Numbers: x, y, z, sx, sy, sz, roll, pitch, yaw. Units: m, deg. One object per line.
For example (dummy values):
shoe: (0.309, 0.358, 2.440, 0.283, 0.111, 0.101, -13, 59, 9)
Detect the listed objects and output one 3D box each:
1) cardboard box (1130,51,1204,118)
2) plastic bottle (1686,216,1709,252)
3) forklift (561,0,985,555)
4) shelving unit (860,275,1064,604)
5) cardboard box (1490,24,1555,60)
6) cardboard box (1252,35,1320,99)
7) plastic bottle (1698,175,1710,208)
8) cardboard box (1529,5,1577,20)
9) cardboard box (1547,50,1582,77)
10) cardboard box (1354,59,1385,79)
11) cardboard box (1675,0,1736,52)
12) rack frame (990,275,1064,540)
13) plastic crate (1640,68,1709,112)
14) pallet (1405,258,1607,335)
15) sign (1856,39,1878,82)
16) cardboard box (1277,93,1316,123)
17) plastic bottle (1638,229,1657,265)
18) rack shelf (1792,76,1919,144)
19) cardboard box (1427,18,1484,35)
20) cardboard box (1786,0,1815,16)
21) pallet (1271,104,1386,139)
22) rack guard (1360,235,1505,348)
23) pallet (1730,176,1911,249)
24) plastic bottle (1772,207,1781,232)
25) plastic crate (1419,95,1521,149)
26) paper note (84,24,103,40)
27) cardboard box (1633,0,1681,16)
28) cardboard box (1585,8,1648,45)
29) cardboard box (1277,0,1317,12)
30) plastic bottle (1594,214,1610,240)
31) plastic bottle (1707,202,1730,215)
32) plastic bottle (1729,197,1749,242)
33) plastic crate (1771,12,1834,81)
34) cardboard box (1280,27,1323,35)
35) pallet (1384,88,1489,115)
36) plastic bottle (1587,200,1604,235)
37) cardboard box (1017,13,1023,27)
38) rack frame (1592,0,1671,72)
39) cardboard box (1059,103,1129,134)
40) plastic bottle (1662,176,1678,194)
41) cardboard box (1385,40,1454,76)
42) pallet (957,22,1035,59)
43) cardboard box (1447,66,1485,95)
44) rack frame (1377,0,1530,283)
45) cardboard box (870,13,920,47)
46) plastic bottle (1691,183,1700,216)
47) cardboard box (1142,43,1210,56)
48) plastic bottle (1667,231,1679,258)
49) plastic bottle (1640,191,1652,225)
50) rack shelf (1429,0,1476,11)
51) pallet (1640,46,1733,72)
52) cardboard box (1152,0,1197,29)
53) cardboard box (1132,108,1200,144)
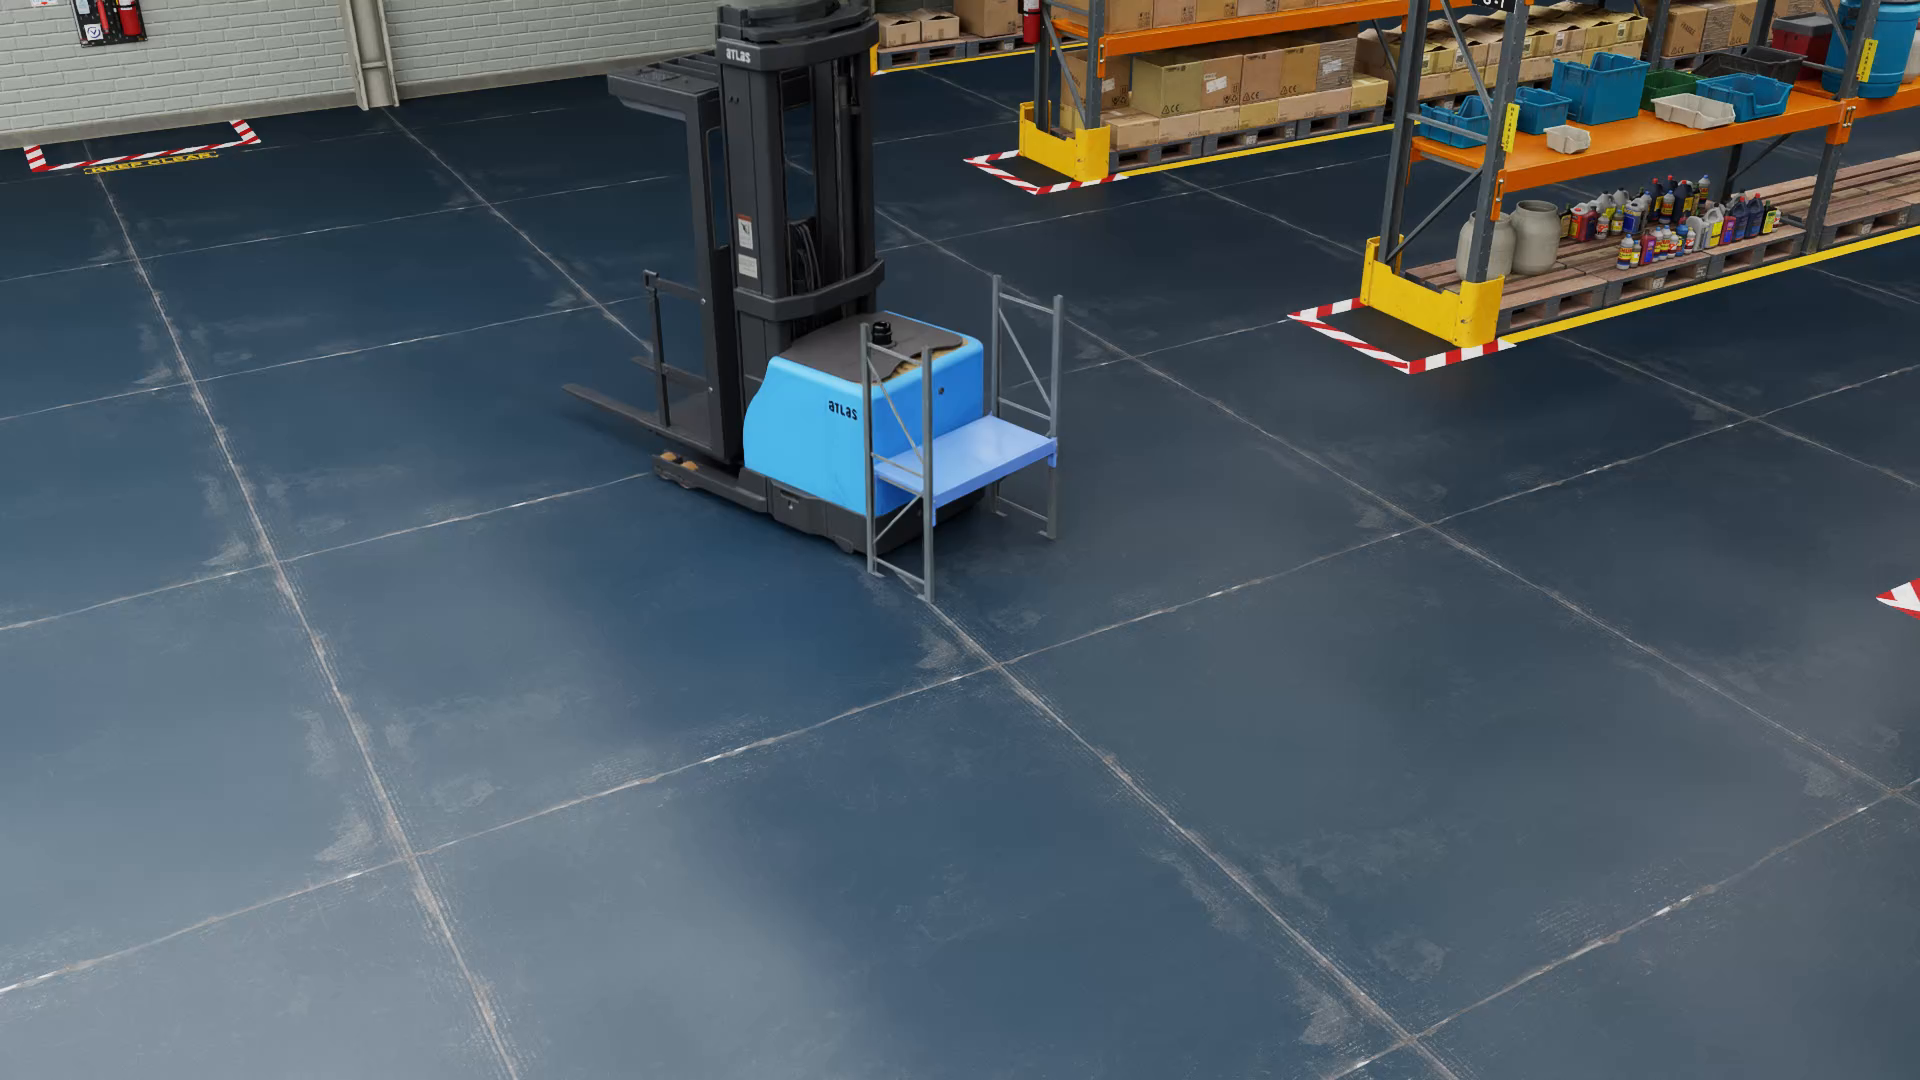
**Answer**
cardboard box: (2.044, -4.506, 16.446, 0.500, 0.500, 0.500, -16, 33, -26)
plastic bottle: (5.998, -2.509, 13.555, 0.135, 0.276, 0.152, -15, 32, -25)
forklift: (-1.303, -1.777, 9.936, 3.031, 2.935, 1.130, 22, 36, 34)
shelving unit: (0.021, -0.571, 9.232, 0.538, 1.500, 1.048, 25, 37, 37)
cardboard box: (6.295, -5.615, 18.651, 0.500, 0.311, 0.500, -15, 32, -25)
cardboard box: (3.332, -4.877, 17.118, 0.500, 0.500, 0.500, -16, 33, -26)
plastic bottle: (6.497, -3.053, 14.547, 0.097, 0.271, 0.097, 0, 29, 0)
cardboard box: (6.887, -6.082, 19.497, 0.500, 0.311, 0.500, -17, 33, -28)
cardboard box: (6.728, -5.494, 19.013, 0.500, 0.250, 0.500, -15, 32, -25)
cardboard box: (4.698, -5.217, 18.511, 0.500, 0.250, 0.500, -16, 33, -27)
cardboard box: (8.922, -6.215, 20.040, 0.500, 0.500, 0.500, -17, 33, -28)
rack frame: (0.373, -0.748, 9.553, 0.500, 1.500, 0.032, 25, 37, 37)
plastic crate: (5.680, -3.643, 13.466, 0.662, 0.188, 0.450, -16, 33, -26)
pallet: (4.290, -1.986, 13.129, 1.213, 0.211, 1.003, -16, 33, -26)
sign: (7.263, -3.840, 13.317, 0.005, 0.325, 0.100, -16, 33, -26)
cardboard box: (3.338, -4.544, 17.290, 0.500, 0.250, 0.500, -16, 33, -26)
plastic bottle: (5.470, -2.337, 13.236, 0.133, 0.283, 0.061, -15, 32, -26)
rack shelf: (8.718, -4.125, 14.865, 4.000, 0.370, 1.077, -16, 33, -26)
cardboard box: (5.568, -5.710, 18.823, 0.500, 0.311, 0.500, -16, 33, -26)
cardboard box: (10.241, -6.591, 20.721, 0.500, 0.500, 0.500, -15, 32, -26)
pallet: (3.780, -4.617, 17.898, 1.213, 0.211, 1.003, -16, 33, -26)
rack guard: (3.586, -1.915, 12.703, 0.348, 0.500, 1.175, -16, 33, -26)
pallet: (7.651, -2.938, 14.856, 1.213, 0.211, 1.003, -16, 33, -26)
plastic bottle: (6.839, -2.700, 13.978, 0.097, 0.201, 0.097, 0, 29, 0)
plastic crate: (3.825, -3.154, 12.514, 0.616, 0.251, 0.499, -16, 33, -26)
paper note: (-8.820, -5.172, 16.930, 0.142, 0.148, 0.016, -16, 33, -26)
cardboard box: (8.623, -6.419, 20.409, 0.500, 0.500, 0.500, -15, 32, -24)
cardboard box: (7.609, -5.989, 19.328, 0.500, 0.311, 0.500, -15, 32, -25)
cardboard box: (3.222, -5.695, 16.861, 0.500, 0.500, 0.700, -15, 32, -26)
plastic bottle: (5.336, -2.608, 13.812, 0.097, 0.201, 0.097, 0, 29, 0)
plastic bottle: (6.322, -2.682, 13.868, 0.135, 0.276, 0.152, -16, 33, -26)
plastic bottle: (6.419, -2.659, 13.750, 0.185, 0.351, 0.144, -18, 33, -29)
plastic crate: (7.256, -4.225, 14.235, 0.583, 0.464, 0.402, -16, 33, -26)
cardboard box: (3.502, -5.215, 17.730, 0.500, 0.500, 0.500, -16, 33, -26)
pallet: (5.103, -4.991, 18.575, 1.213, 0.211, 1.003, -16, 33, -26)
plastic bottle: (5.257, -2.688, 13.880, 0.135, 0.276, 0.152, -17, 33, -28)
cardboard box: (0.585, -6.639, 21.171, 0.250, 0.149, 0.380, -19, 34, -30)
rack frame: (7.936, -6.994, 19.319, 0.127, 3.000, 1.000, -16, 33, -26)
cardboard box: (1.351, -4.270, 16.795, 0.500, 0.250, 0.500, -16, 33, -26)
plastic bottle: (6.087, -2.959, 14.293, 0.185, 0.351, 0.144, -15, 32, -25)
cardboard box: (4.970, -5.238, 17.968, 0.500, 0.311, 0.500, -16, 33, -26)
pallet: (0.360, -6.377, 21.087, 1.213, 0.211, 1.003, -16, 33, -26)
cardboard box: (5.402, -5.115, 18.325, 0.500, 0.250, 0.500, -15, 32, -25)
rack frame: (3.545, -2.972, 12.030, 0.127, 3.000, 1.000, -16, 33, -26)
cardboard box: (-0.832, -6.246, 20.291, 0.500, 0.311, 0.500, -20, 35, -32)
plastic bottle: (6.286, -2.924, 14.300, 0.133, 0.283, 0.061, -16, 33, -26)
cardboard box: (2.205, -4.850, 17.070, 0.500, 0.500, 0.500, -16, 33, -26)
plastic bottle: (5.733, -2.386, 13.409, 0.097, 0.201, 0.097, 0, 29, 0)
plastic bottle: (5.817, -2.826, 14.135, 0.097, 0.271, 0.097, 0, 29, 0)
rack shelf: (6.212, -6.190, 18.606, 4.000, 0.370, 1.077, -16, 33, -26)
pallet: (8.599, -5.940, 20.296, 1.213, 0.211, 1.003, -16, 33, -26)
cardboard box: (1.898, -5.319, 16.181, 0.500, 0.500, 0.700, -15, 32, -25)
cardboard box: (2.043, -4.178, 16.628, 0.500, 0.250, 0.500, -16, 33, -26)
